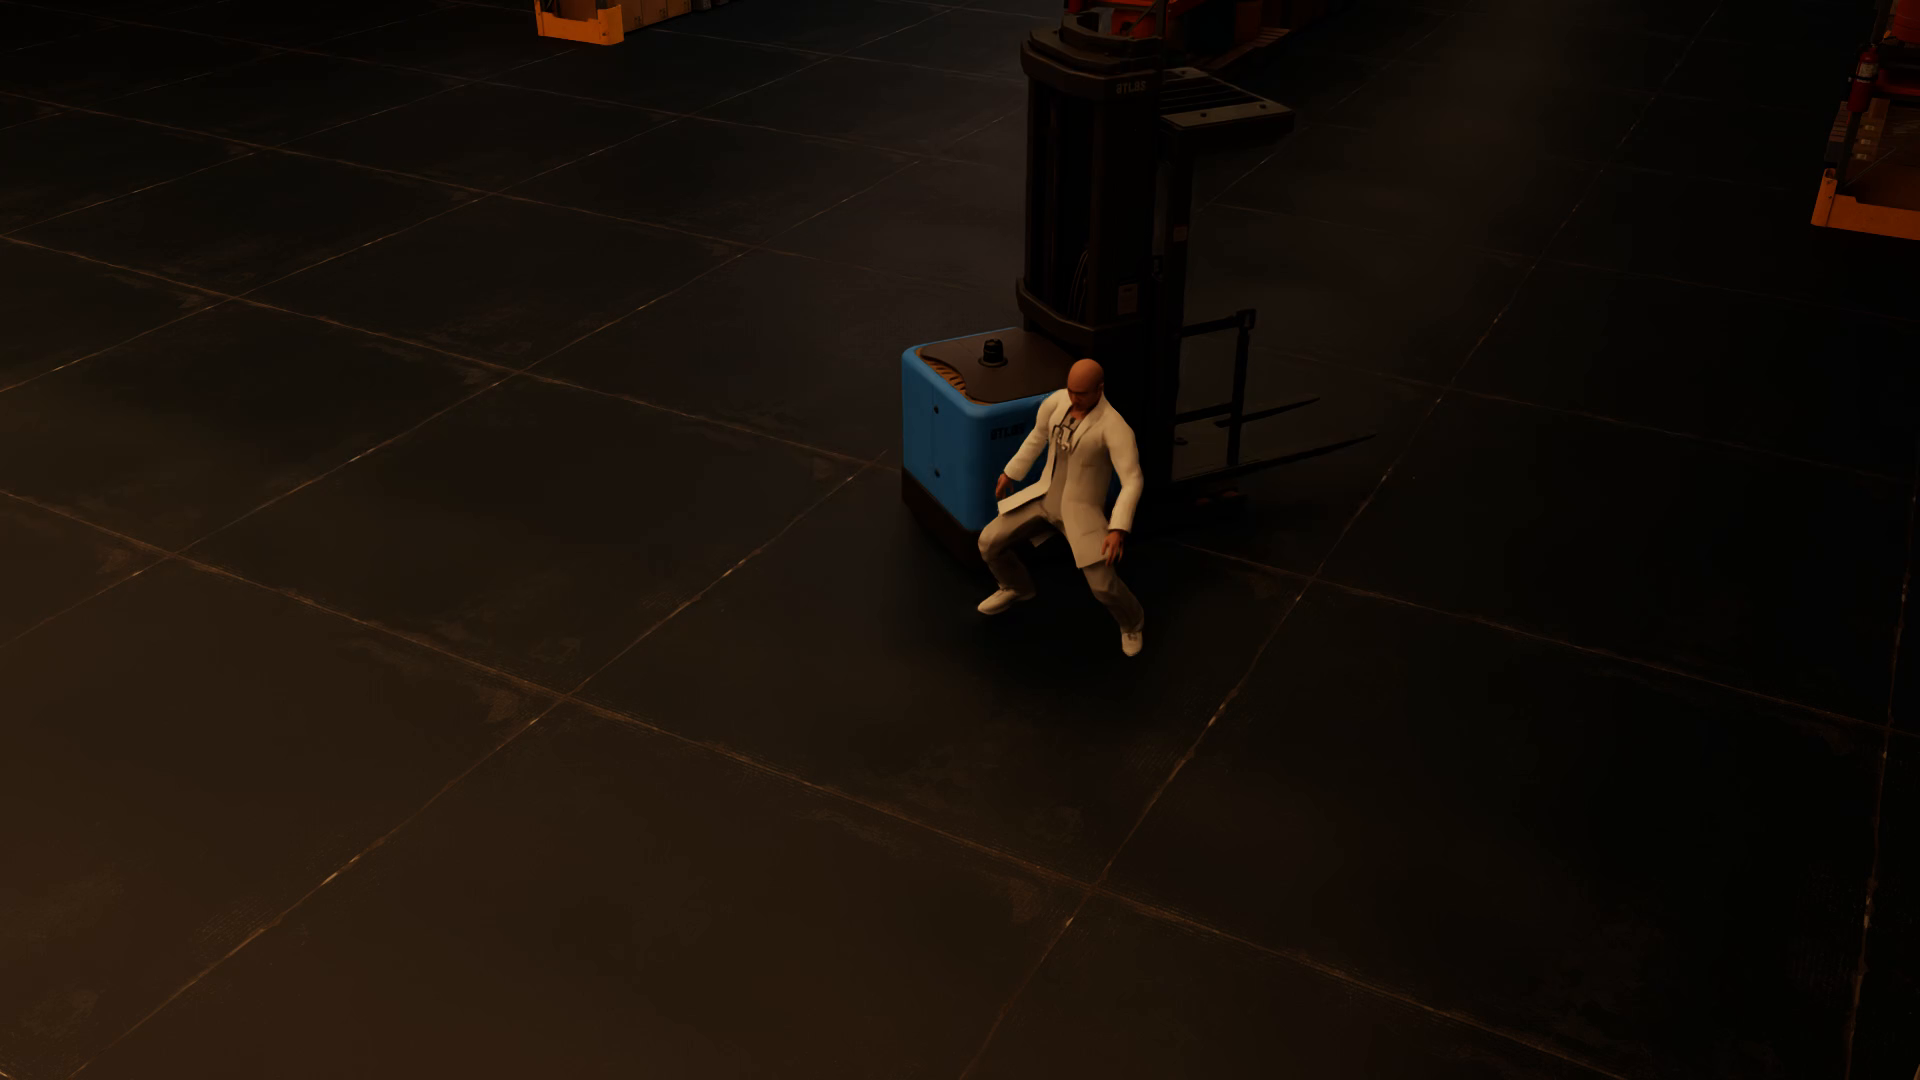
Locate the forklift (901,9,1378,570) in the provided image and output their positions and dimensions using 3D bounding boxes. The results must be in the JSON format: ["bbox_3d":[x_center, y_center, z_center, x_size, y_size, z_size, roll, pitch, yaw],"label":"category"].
[{"bbox_3d":[1.196,-1.585,9.817,3.031,2.935,1.130,-14,33,-22],"label":"forklift"}]

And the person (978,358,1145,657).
[{"bbox_3d":[0.609,-0.180,8.729,0.714,1.661,1.003,-25,38,-36],"label":"person"}]
